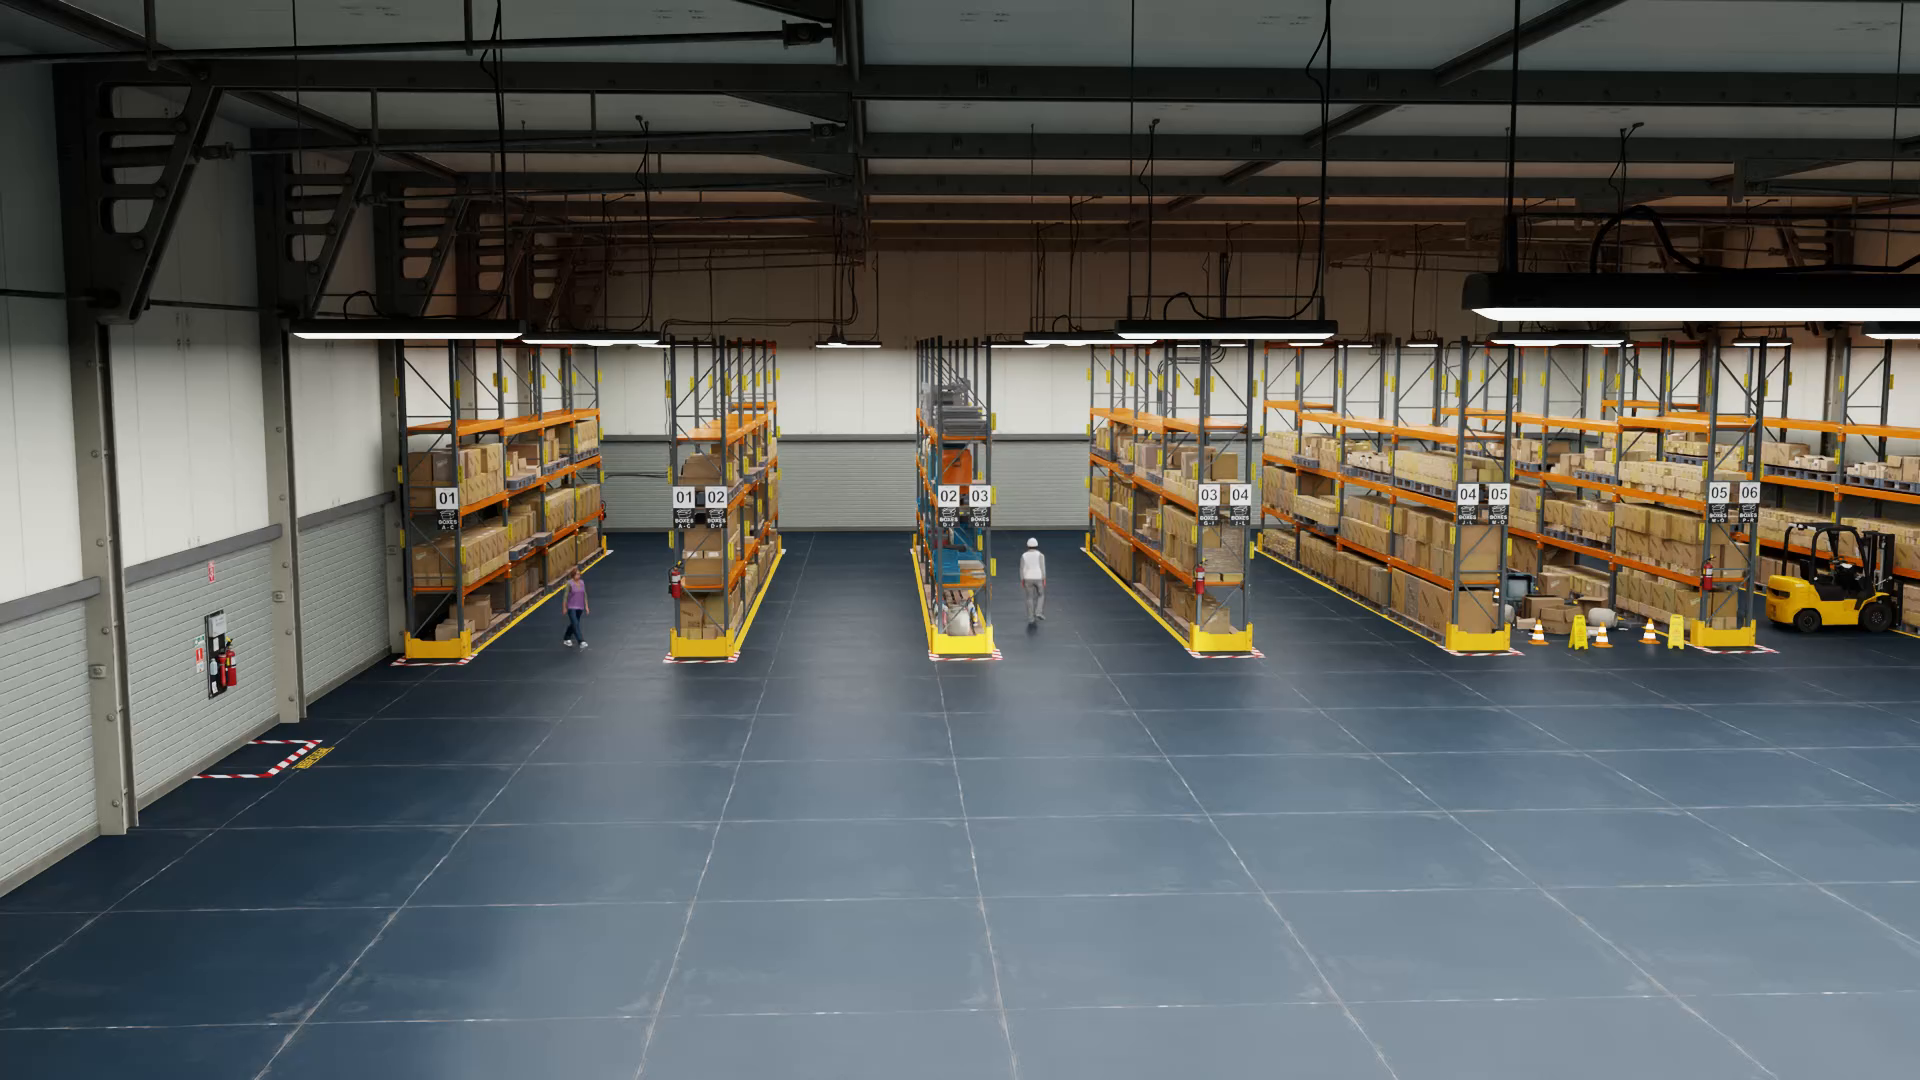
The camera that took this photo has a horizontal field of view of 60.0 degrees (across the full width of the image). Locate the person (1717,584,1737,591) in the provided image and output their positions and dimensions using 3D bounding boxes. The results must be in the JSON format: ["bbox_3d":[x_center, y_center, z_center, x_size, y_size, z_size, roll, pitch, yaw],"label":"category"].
[{"bbox_3d":[16.838,0.816,36.458,0.525,1.565,0.694,0,6,-2],"label":"person"}]

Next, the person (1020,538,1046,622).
[{"bbox_3d":[1.543,0.845,35.188,0.574,1.761,0.541,1,7,11],"label":"person"}]

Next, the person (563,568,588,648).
[{"bbox_3d":[-7.359,1.309,31.953,0.990,1.540,0.455,5,8,37],"label":"person"}]
